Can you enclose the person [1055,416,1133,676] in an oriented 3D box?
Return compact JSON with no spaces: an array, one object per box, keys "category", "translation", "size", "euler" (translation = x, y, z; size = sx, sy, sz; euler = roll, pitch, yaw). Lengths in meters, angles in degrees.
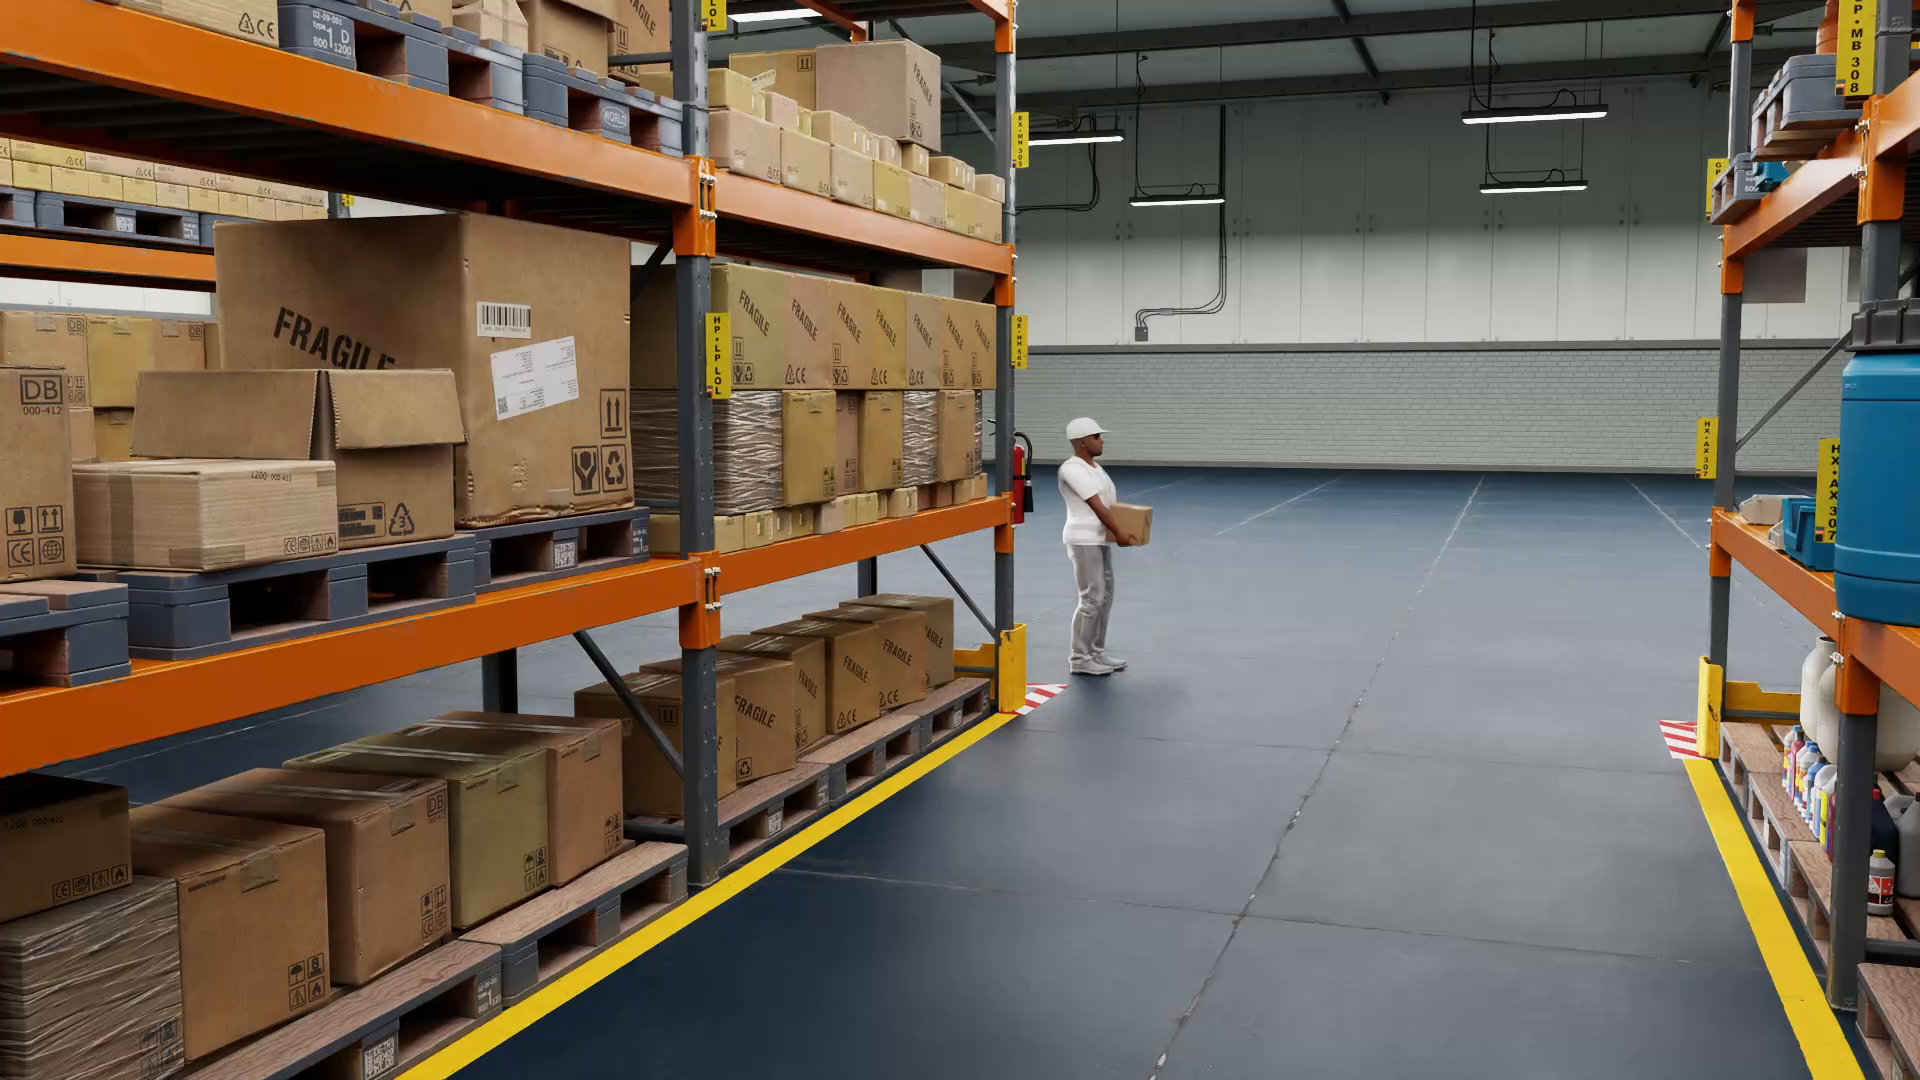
[{"category":"person","translation":[0.964,0.031,11.508],"size":[0.559,1.772,0.523],"euler":[2,5,19]}]
